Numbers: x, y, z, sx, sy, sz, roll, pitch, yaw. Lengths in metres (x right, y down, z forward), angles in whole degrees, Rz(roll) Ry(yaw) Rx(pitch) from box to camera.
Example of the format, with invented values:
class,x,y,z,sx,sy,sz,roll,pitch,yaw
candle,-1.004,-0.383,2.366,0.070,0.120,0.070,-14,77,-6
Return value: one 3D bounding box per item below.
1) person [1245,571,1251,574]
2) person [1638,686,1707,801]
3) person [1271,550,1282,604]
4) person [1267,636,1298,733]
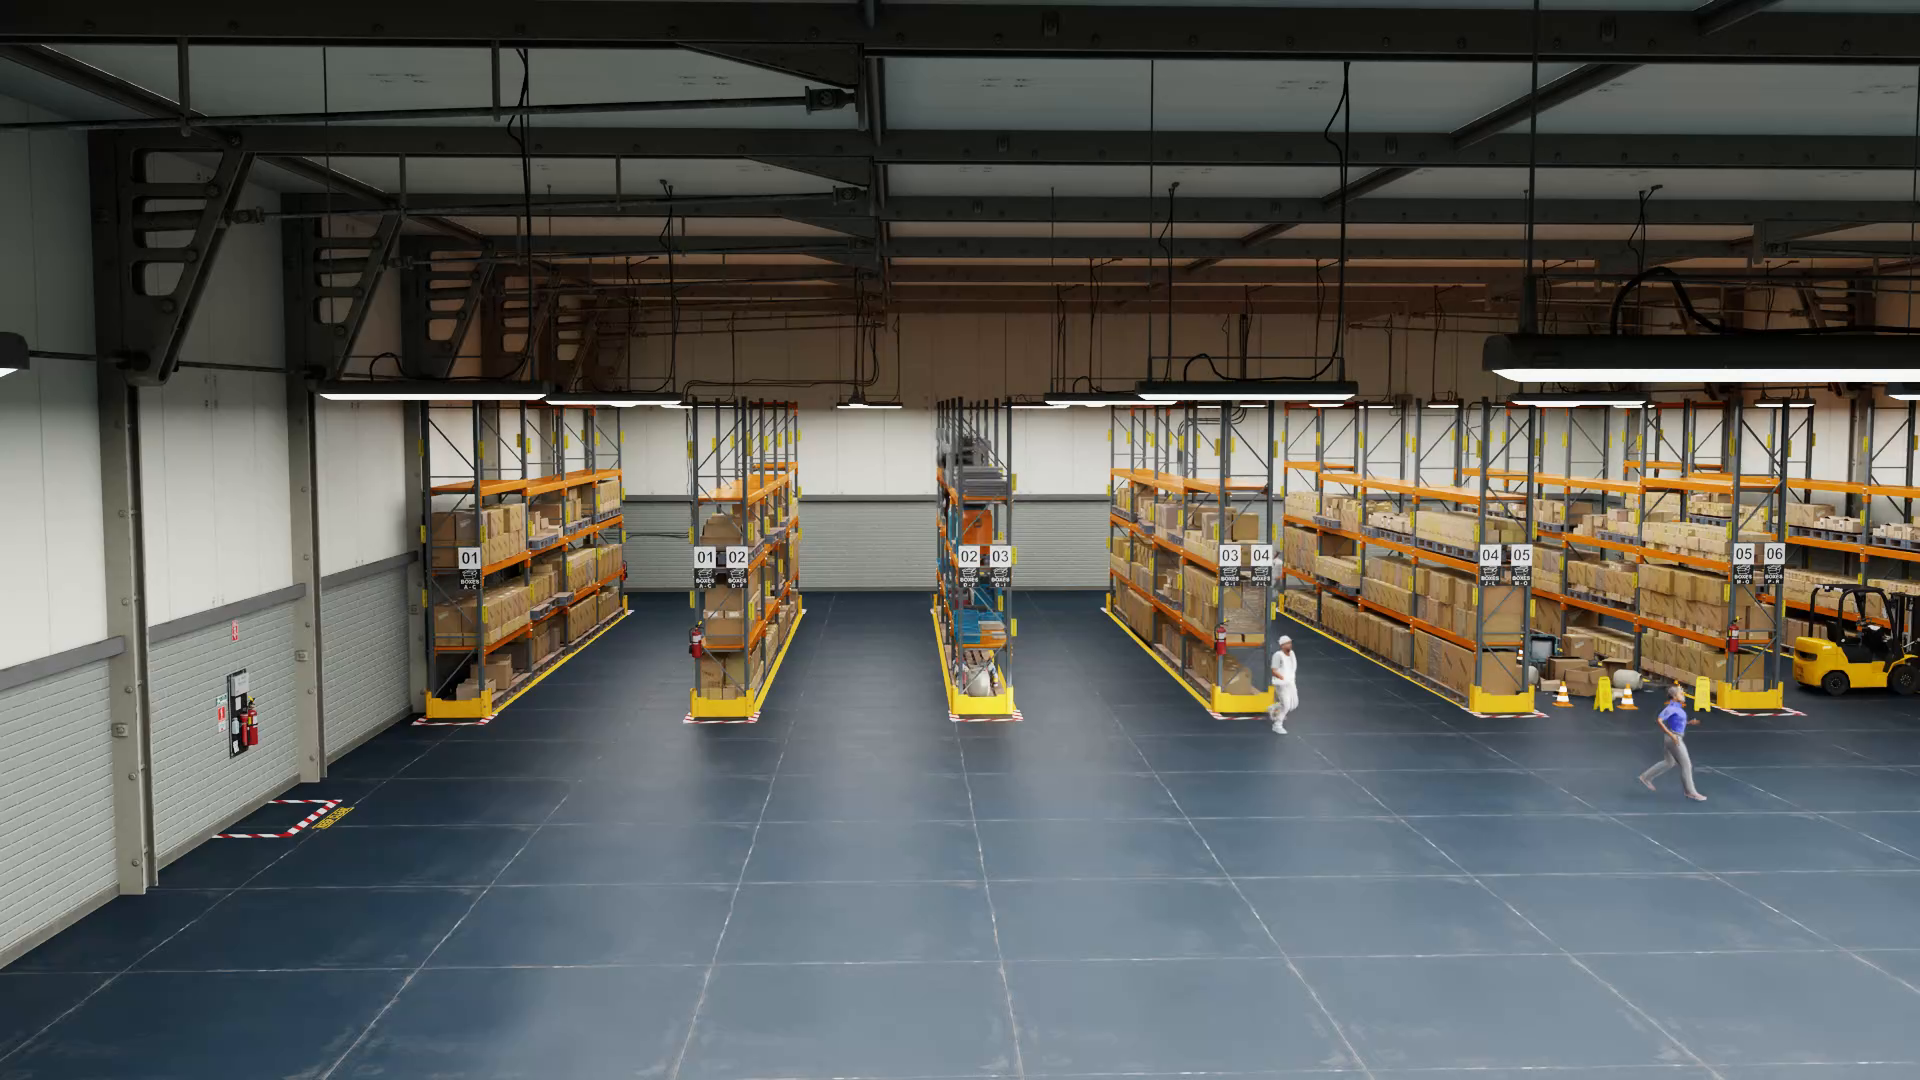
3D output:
class,x,y,z,sx,sy,sz,roll,pitch,yaw
person,8.329,1.202,48.243,0.667,1.609,0.781,3,5,36
person,10.540,2.979,24.560,0.941,1.644,0.575,2,5,24
person,9.264,1.115,48.976,0.639,1.691,0.813,0,4,-5
person,5.779,2.571,29.727,0.671,1.746,0.704,4,6,44
